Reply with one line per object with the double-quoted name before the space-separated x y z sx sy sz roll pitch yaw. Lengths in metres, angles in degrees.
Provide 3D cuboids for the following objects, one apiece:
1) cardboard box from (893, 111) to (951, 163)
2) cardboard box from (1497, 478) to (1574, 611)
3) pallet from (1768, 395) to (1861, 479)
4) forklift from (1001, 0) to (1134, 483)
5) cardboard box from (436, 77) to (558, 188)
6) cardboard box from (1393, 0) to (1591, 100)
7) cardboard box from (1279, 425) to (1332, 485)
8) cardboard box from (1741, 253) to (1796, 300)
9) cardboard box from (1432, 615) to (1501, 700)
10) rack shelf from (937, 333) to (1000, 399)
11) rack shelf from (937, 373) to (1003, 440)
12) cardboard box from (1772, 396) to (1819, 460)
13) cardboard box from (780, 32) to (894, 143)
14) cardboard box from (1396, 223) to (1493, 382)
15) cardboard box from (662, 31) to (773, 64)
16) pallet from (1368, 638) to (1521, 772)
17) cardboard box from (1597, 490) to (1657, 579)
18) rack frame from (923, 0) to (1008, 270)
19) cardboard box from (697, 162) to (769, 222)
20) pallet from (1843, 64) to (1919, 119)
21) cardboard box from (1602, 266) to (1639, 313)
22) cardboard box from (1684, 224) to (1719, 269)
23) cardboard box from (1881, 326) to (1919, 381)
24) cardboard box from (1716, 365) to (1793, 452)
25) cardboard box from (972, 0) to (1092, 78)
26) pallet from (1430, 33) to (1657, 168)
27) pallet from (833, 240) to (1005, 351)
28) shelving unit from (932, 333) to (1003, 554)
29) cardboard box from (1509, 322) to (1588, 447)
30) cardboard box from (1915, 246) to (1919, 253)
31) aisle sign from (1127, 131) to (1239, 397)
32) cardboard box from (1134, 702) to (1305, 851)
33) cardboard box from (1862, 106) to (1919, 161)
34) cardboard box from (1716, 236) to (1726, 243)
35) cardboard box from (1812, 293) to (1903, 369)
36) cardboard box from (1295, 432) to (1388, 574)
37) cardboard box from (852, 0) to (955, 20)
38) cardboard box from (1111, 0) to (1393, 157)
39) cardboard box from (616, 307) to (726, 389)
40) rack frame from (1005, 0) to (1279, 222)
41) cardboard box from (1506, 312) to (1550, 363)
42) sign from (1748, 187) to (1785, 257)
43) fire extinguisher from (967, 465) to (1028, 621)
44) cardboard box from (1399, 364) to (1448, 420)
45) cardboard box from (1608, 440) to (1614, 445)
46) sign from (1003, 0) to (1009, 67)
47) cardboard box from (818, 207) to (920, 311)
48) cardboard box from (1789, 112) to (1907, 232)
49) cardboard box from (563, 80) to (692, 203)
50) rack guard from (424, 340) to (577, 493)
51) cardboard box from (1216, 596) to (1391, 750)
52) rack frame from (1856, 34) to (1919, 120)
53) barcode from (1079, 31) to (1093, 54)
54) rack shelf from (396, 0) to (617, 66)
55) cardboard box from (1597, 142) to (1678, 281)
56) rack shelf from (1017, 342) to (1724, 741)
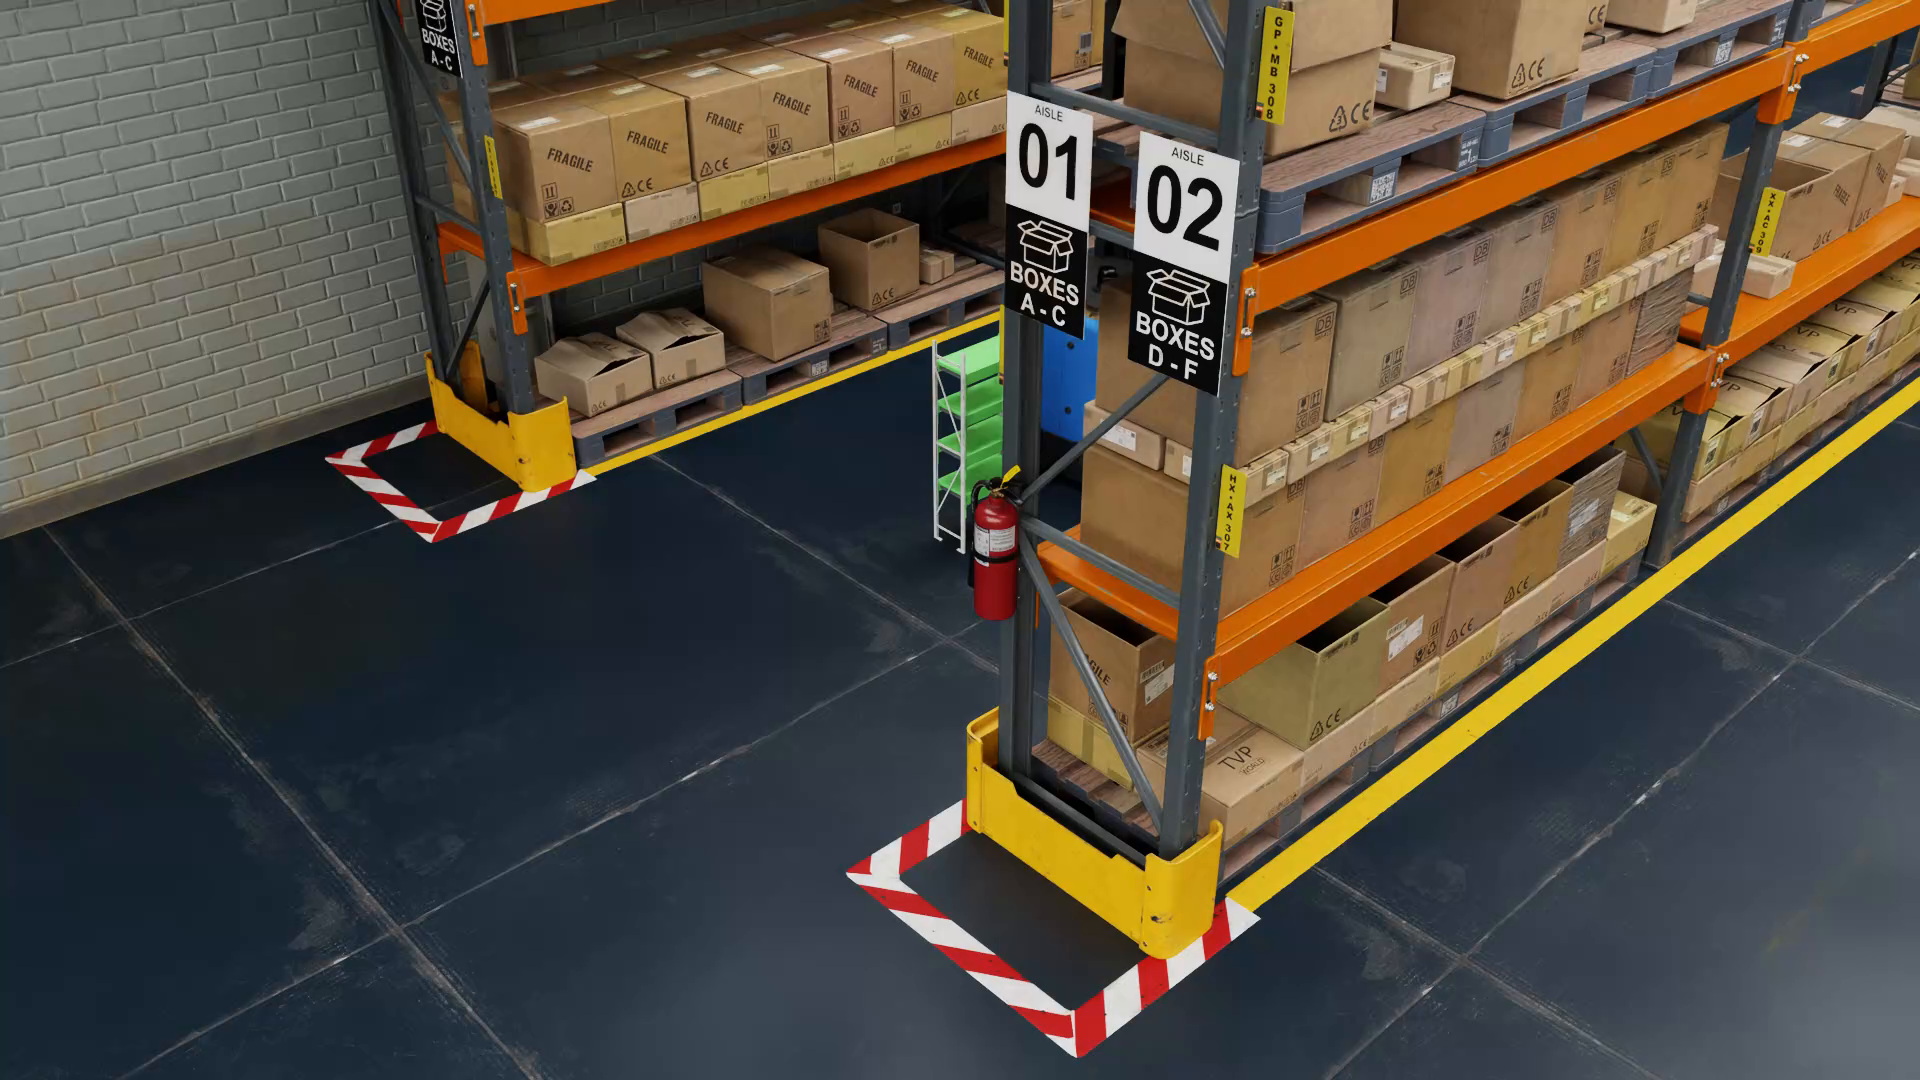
"cardboard box" -0.407 -2.706 10.925 0.500 0.250 0.500 -26 40 -35
"cardboard box" 2.546 -0.052 7.973 0.500 0.500 0.500 -26 40 -35
"pallet" 4.885 -0.847 10.432 1.213 0.211 1.003 -26 40 -35
"forklift" 1.580 -2.171 9.990 1.130 2.935 3.031 25 39 35
"cardboard box" -2.627 -2.313 9.563 0.500 0.500 0.500 -26 40 -36
"cardboard box" 1.946 -1.952 6.059 0.500 0.500 0.500 -26 40 -35
"cardboard box" 1.169 -0.377 6.274 0.250 0.149 0.380 -27 41 -37
"cardboard box" 4.265 -1.454 8.994 0.250 0.149 0.380 -26 40 -35
"cardboard box" 2.188 0.451 7.870 0.500 0.250 0.500 -26 40 -35
"rack shelf" 0.121 -0.926 8.816 0.480 0.148 0.258 -26 40 -35
"rack shelf" 0.121 -0.721 8.941 0.480 0.148 0.258 -26 40 -35
"cardboard box" 4.694 -0.745 9.827 0.500 0.250 0.500 -27 41 -37
"cardboard box" -0.770 -2.844 10.431 0.500 0.500 0.500 -27 41 -37
"cardboard box" 1.684 -1.050 6.752 0.500 0.500 0.700 -26 40 -35
"cardboard box" -1.506 -2.852 10.444 0.500 0.500 0.500 -25 39 -35
"pallet" 1.969 0.565 8.123 1.213 0.211 1.003 -26 40 -35
"cardboard box" 3.284 -0.083 8.744 0.500 0.250 0.500 -26 40 -35
"rack frame" 0.105 -3.219 11.639 0.127 3.000 1.000 -26 40 -35
"cardboard box" -1.506 -2.164 10.039 0.500 0.250 0.500 -27 40 -36
"pallet" 6.858 -2.930 11.349 1.003 0.211 1.213 -26 40 -35
"cardboard box" 2.857 -1.192 7.606 0.250 0.149 0.380 -26 40 -36
"cardboard box" 3.422 -1.466 8.055 0.250 0.149 0.380 -26 40 -35
"cardboard box" 5.814 -1.286 10.711 0.500 0.250 0.500 -26 40 -36
"cardboard box" 4.319 -0.797 9.374 0.500 0.311 0.500 -26 40 -36
"cardboard box" 0.501 -3.617 11.772 0.500 0.500 0.700 -26 40 -35
"pallet" 1.974 -1.824 6.567 1.213 0.211 1.003 -26 40 -35
"pallet" -0.363 -1.778 11.955 1.213 0.211 1.003 -26 40 -35
"shelving unit" 0.121 -0.571 9.033 0.503 1.200 0.258 -26 40 -35
"cardboard box" 2.402 -0.842 7.656 0.500 0.500 0.700 -25 39 -35
"cardboard box" 6.937 -1.917 11.485 0.500 0.500 0.500 -24 39 -34
"aisle sign" 0.703 -0.875 5.314 0.004 0.787 0.394 -26 40 -35
"cardboard box" 1.087 0.982 7.001 0.500 0.250 0.500 -26 40 -35
"cardboard box" 6.113 -2.594 10.702 0.500 0.311 0.500 -23 38 -33
"cardboard box" 3.996 -1.650 9.202 0.258 0.266 0.396 -27 40 -37
"cardboard box" 5.444 -1.345 10.269 0.500 0.311 0.500 -26 40 -36
"cardboard box" 1.276 -0.298 6.766 0.500 0.500 0.700 -25 39 -34
"cardboard box" -0.382 -3.397 11.335 0.500 0.500 0.500 -27 40 -36
"cardboard box" 0.967 -1.671 5.597 0.637 0.503 0.797 -23 38 -32
"cardboard box" -1.841 -1.254 10.581 0.500 0.311 0.500 -22 38 -32
"rack frame" 0.543 -2.466 4.657 0.127 3.000 1.000 -26 40 -35
"cardboard box" 2.297 -0.921 7.163 0.250 0.149 0.380 -24 39 -34
"sign" 3.854 -1.517 7.949 0.005 0.325 0.100 -26 40 -35
"fire extinguisher" 0.140 -0.009 6.464 0.183 0.674 0.296 -26 40 -35
"cardboard box" 1.733 -0.649 6.719 0.250 0.149 0.380 -27 41 -37
"cardboard box" 3.578 -0.824 9.418 0.500 0.311 0.500 -26 40 -35
"sign" 0.184 -1.743 5.576 0.005 0.325 0.100 -26 40 -35
"cardboard box" -0.629 -1.957 11.549 0.500 0.500 0.500 26 40 35
"cardboard box" 5.190 -2.185 9.853 0.500 0.500 0.500 27 40 36
"cardboard box" -1.904 -2.290 9.526 0.500 0.500 0.500 -26 40 -35
"rack guard" -2.772 -0.761 10.015 0.348 0.500 1.175 -26 40 -35
"cardboard box" 1.453 0.484 7.097 0.500 0.500 0.500 -26 40 -35
"rack frame" 6.409 -2.744 10.862 0.127 3.000 1.000 -26 40 -35
"barcode" 0.436 -1.725 5.765 0.075 0.075 0.001 -26 40 -35
"rack shelf" -1.361 -3.482 9.884 4.000 0.370 1.077 -26 40 -35
"cardboard box" 2.785 -1.582 7.622 0.500 0.500 0.700 -26 40 -36
"rack shelf" 2.009 -0.309 7.570 4.000 0.370 1.077 -26 40 -35
